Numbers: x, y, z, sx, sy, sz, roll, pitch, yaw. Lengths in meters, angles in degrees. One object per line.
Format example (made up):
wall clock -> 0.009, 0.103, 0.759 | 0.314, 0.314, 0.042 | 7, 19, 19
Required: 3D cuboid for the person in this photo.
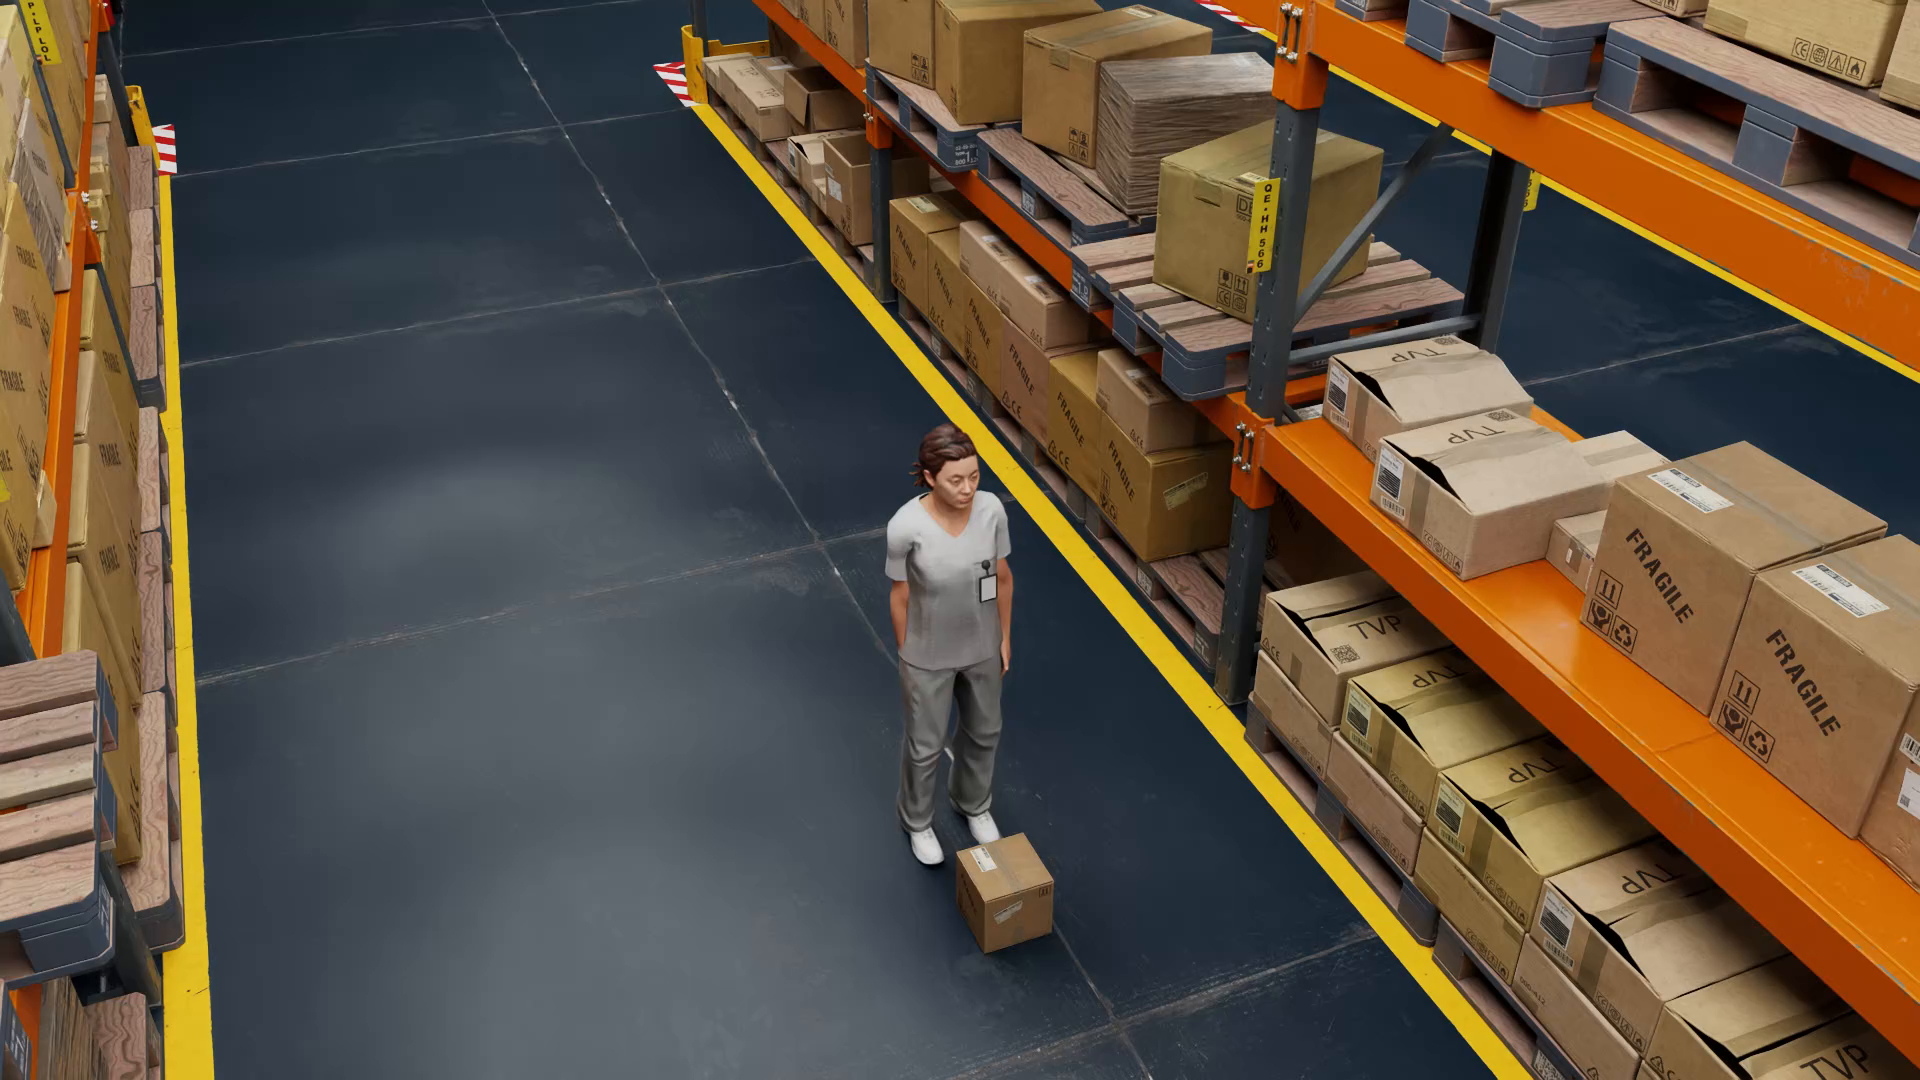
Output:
person -> -0.027, 0.365, 5.611 | 0.437, 1.681, 0.350 | -12, 35, -18
